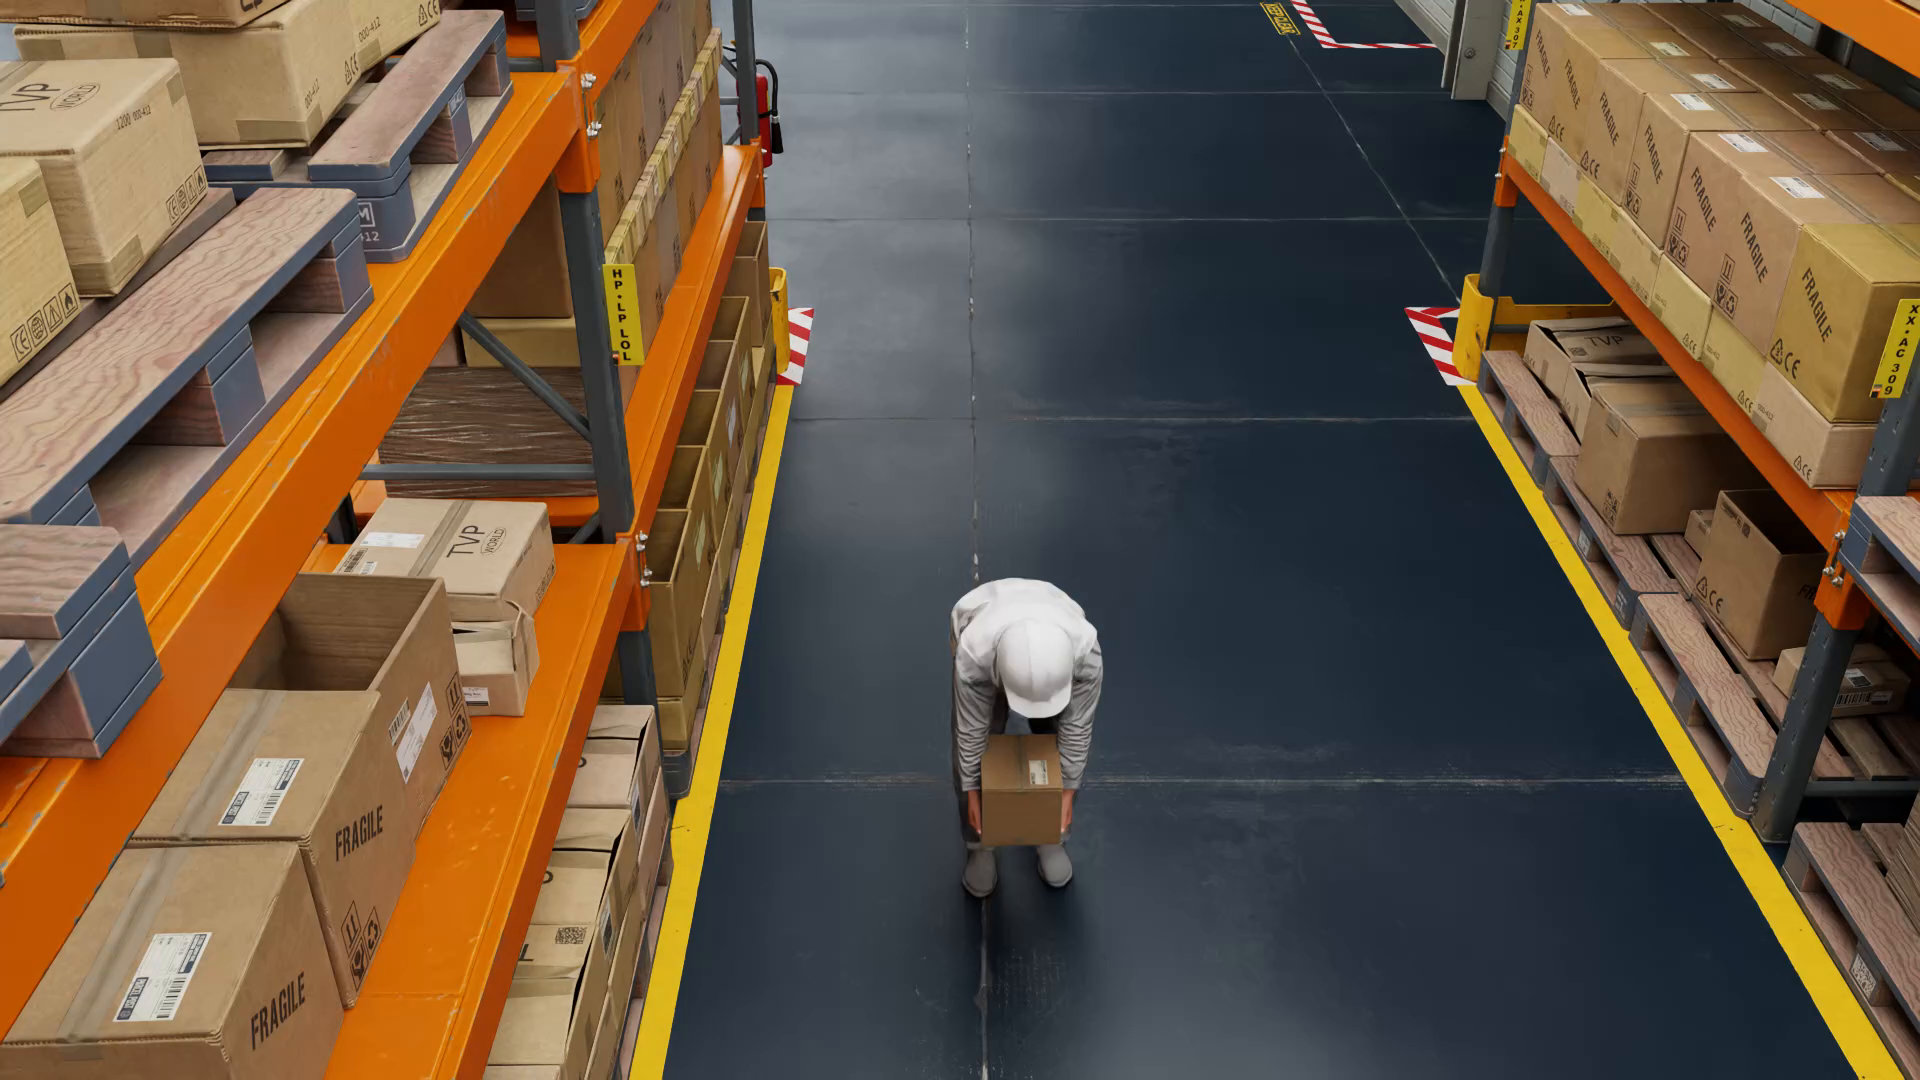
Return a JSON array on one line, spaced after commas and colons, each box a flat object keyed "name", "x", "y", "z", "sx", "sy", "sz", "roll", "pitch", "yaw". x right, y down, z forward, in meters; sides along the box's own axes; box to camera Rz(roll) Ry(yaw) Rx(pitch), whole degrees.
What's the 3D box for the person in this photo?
[{"name": "person", "x": 0.206, "y": 0.636, "z": 5.400, "sx": 0.466, "sy": 1.427, "sz": 0.898, "roll": -1, "pitch": 31, "yaw": -2}]
